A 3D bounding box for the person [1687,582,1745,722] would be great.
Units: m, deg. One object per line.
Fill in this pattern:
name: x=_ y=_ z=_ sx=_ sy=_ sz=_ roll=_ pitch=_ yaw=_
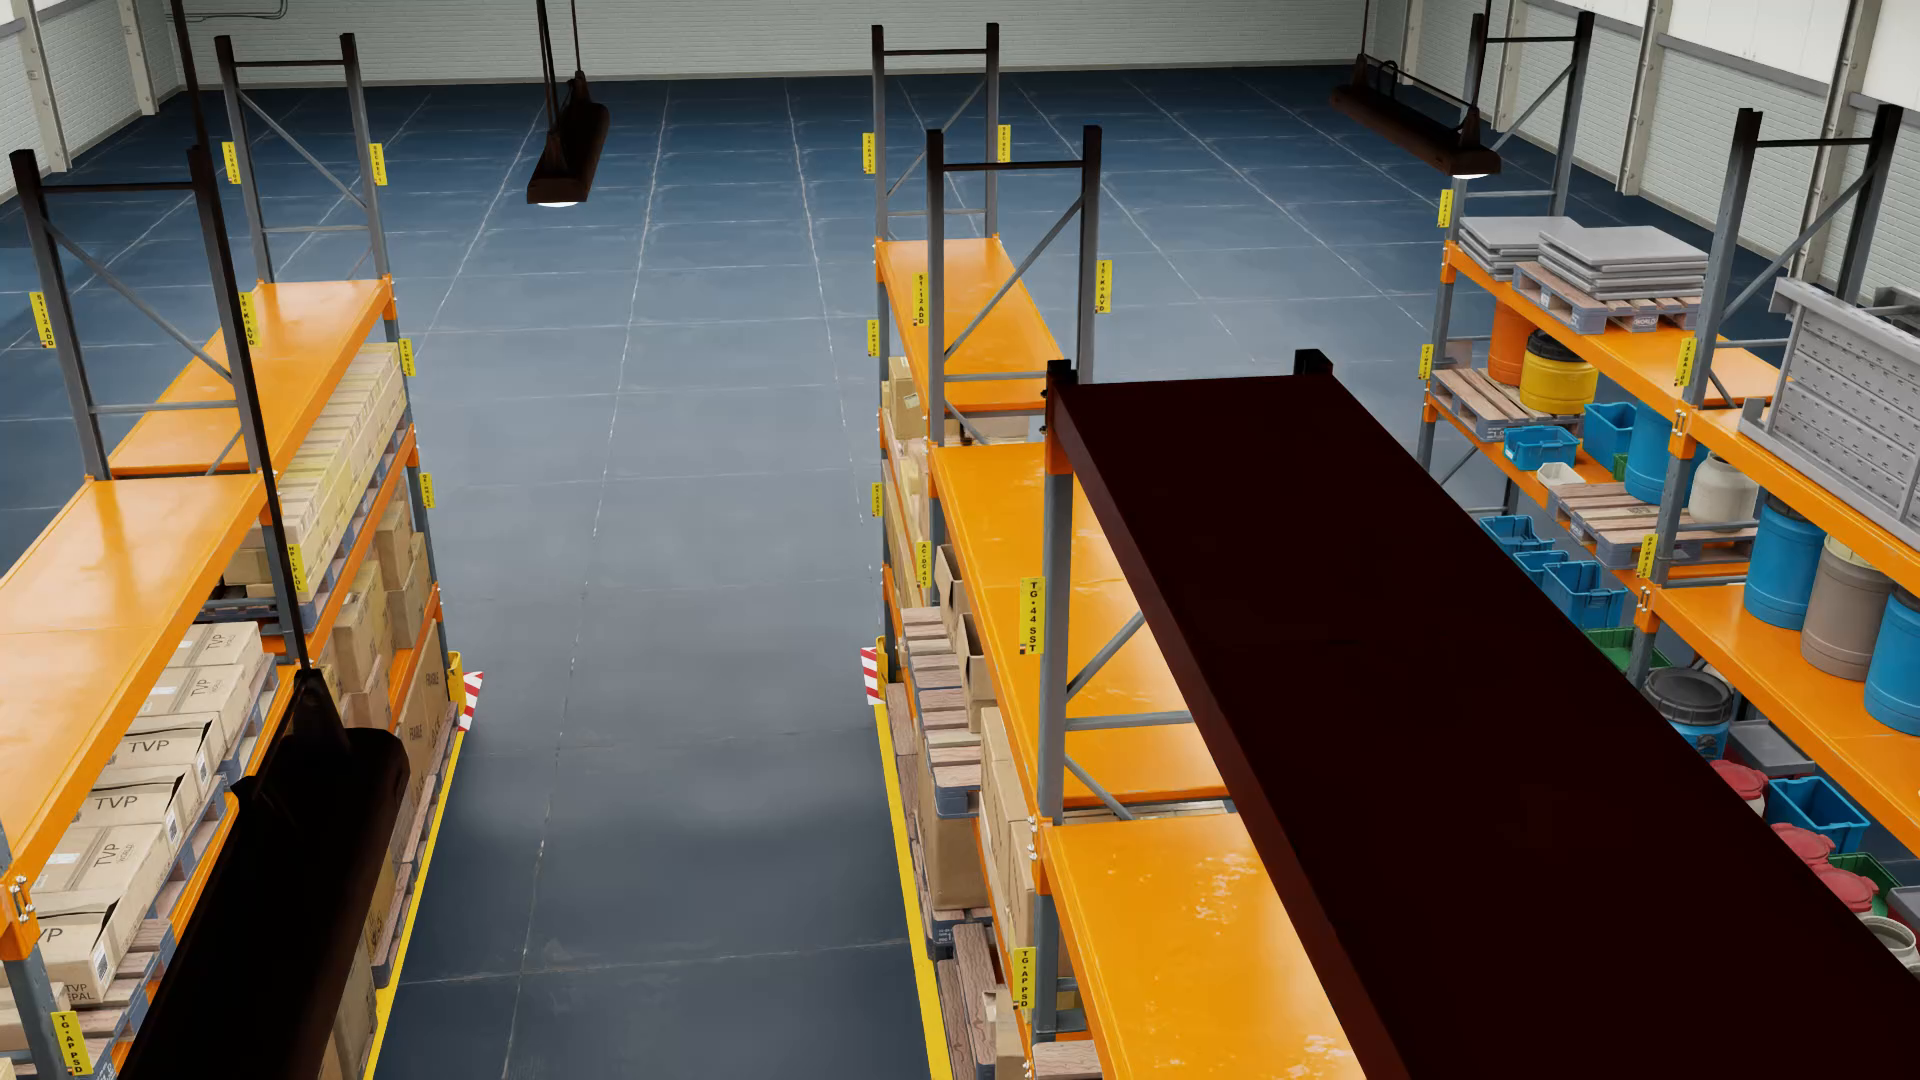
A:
person: x=6.496 y=1.079 z=14.187 sx=0.584 sy=1.712 sz=0.990 roll=-8 pitch=27 yaw=-16
